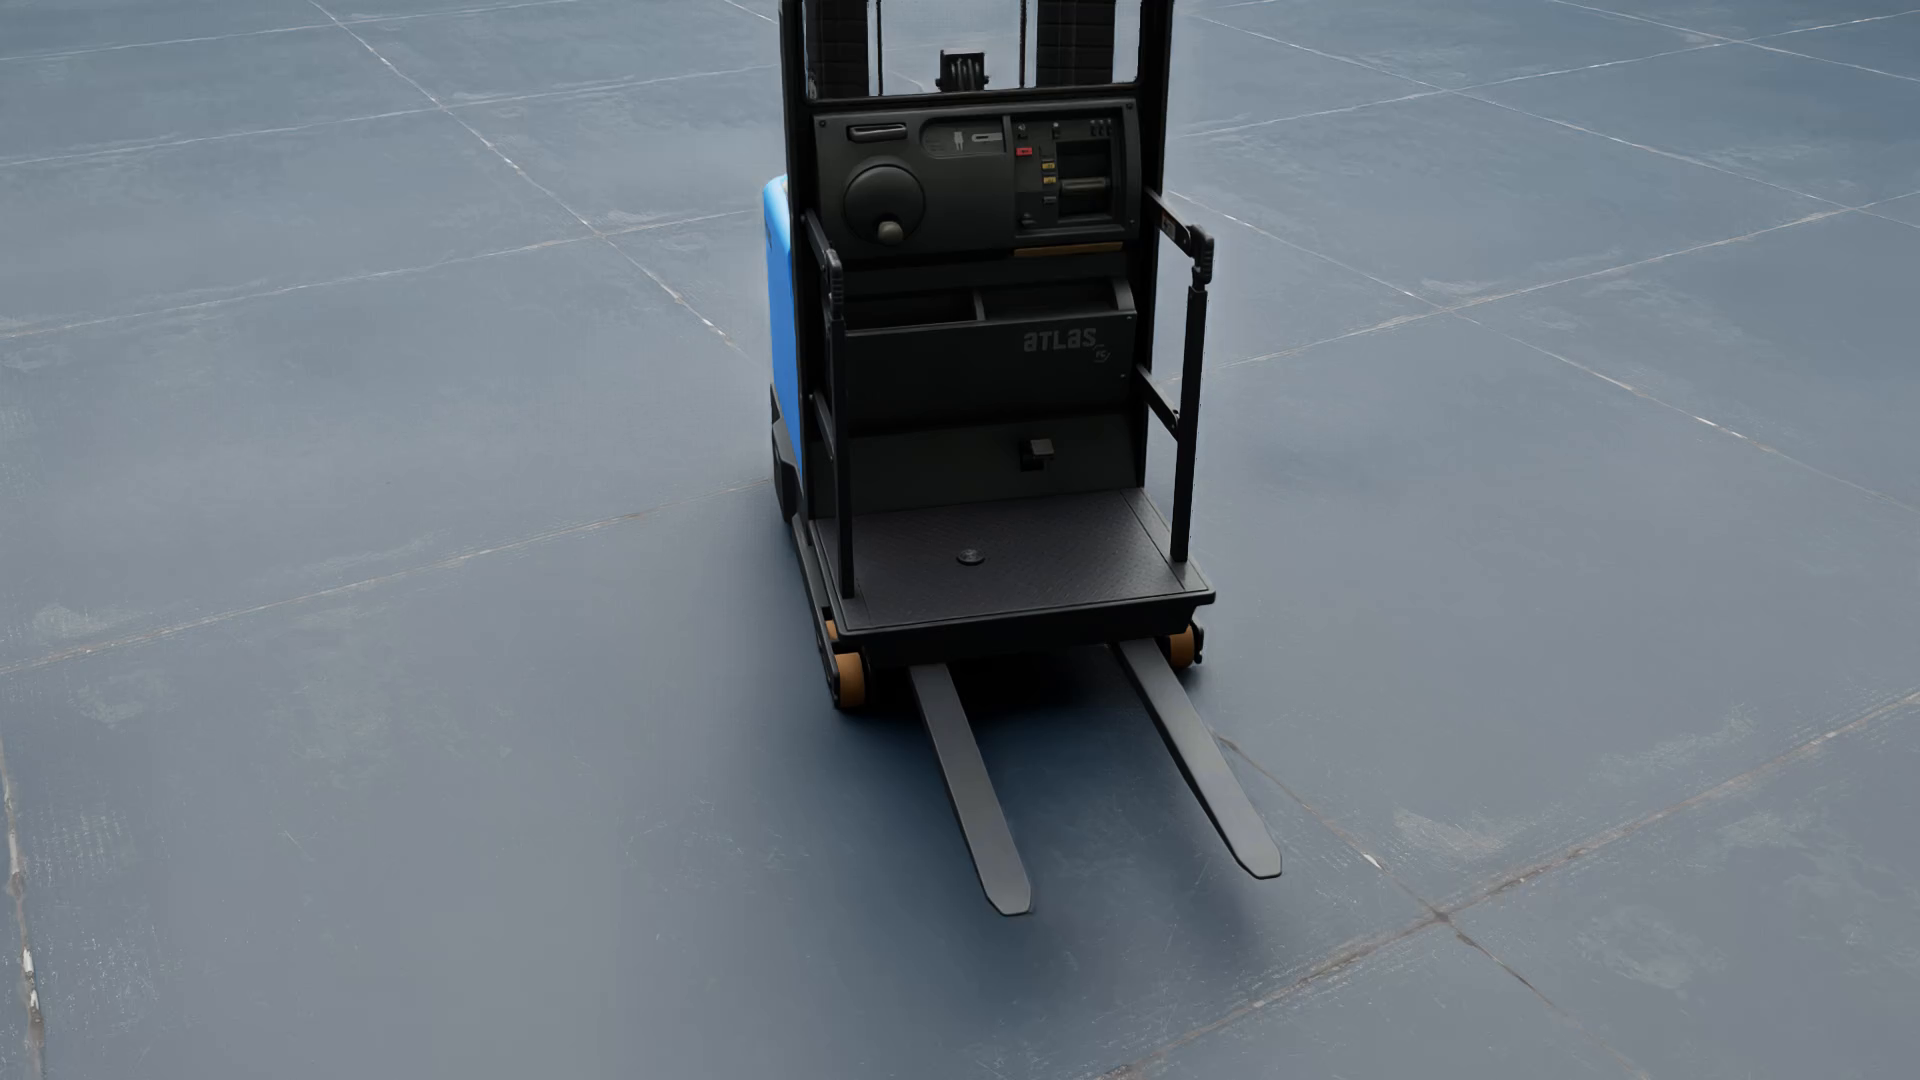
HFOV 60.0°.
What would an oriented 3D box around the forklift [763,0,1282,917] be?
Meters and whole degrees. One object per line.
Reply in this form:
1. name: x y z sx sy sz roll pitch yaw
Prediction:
1. forklift: 0.105 -0.989 4.508 1.130 2.935 3.031 -6 29 -11
